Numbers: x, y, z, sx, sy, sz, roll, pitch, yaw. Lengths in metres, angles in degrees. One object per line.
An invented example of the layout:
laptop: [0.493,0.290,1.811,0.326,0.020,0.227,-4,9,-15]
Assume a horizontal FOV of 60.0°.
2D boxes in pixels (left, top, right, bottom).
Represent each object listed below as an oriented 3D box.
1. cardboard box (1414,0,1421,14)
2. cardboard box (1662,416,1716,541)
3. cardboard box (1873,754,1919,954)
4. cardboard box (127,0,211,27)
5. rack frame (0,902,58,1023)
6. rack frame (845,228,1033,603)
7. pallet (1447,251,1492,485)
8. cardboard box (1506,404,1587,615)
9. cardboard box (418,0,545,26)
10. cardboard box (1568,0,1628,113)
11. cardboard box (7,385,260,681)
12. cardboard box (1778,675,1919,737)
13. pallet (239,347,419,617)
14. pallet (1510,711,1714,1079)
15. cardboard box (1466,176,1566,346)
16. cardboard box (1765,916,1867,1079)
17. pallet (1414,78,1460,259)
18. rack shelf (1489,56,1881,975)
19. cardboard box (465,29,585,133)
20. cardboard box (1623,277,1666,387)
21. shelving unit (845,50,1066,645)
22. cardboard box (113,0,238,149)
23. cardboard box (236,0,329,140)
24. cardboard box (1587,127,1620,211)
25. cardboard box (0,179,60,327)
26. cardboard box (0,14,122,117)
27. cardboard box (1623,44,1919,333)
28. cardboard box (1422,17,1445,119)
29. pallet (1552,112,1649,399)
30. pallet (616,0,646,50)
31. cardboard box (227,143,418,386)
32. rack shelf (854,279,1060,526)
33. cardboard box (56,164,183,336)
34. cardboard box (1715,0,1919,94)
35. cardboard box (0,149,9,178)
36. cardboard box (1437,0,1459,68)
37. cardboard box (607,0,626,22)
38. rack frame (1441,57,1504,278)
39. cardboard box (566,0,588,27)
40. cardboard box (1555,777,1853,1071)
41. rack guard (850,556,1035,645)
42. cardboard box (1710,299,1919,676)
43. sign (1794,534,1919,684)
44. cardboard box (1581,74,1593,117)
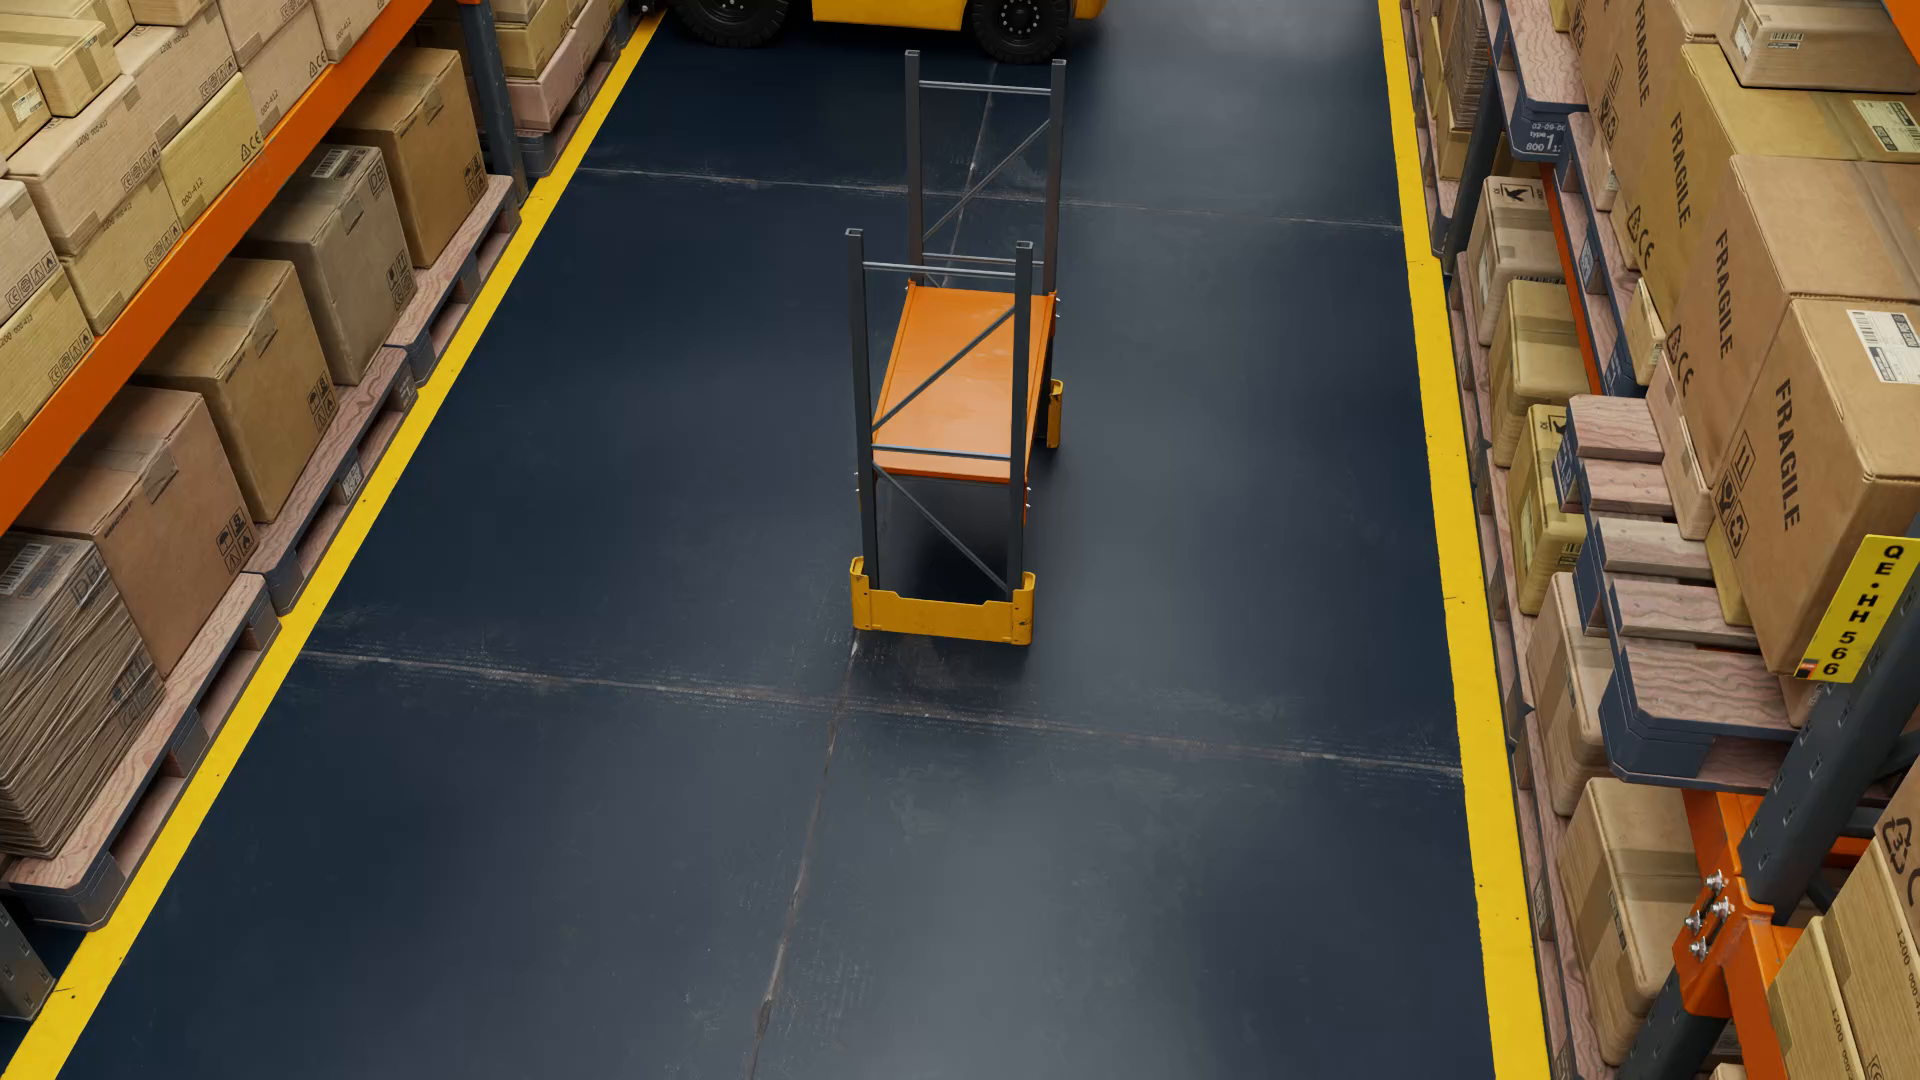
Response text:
cardboard box: [2.524,-2.811,8.232,0.500,0.250,0.500,8,44,8]
cardboard box: [1.744,-0.121,3.574,0.380,0.149,0.250,5,44,5]
cardboard box: [1.674,0.464,2.278,0.500,0.500,0.500,4,44,4]
cardboard box: [-2.333,-1.582,4.695,0.380,0.149,0.250,4,44,4]
rack frame: [-2.939,0.101,3.461,1.000,3.000,0.127,5,44,6]
rack frame: [-0.056,-0.256,4.930,0.500,1.500,0.032,5,44,6]
pallet: [2.409,-0.633,6.265,1.003,0.211,1.213,5,44,6]
cardboard box: [2.262,-0.052,5.230,0.950,0.372,0.625,7,44,7]
cardboard box: [-2.035,-2.443,7.116,0.500,0.250,0.500,5,44,5]
cardboard box: [2.019,-1.502,4.560,0.500,0.500,0.500,5,44,5]
cardboard box: [-2.765,-0.059,5.052,0.875,0.625,0.625,7,44,7]
cardboard box: [1.792,0.244,3.188,0.380,0.149,0.250,7,44,7]
pallet: [-2.628,-0.273,5.884,1.003,0.211,1.213,5,44,6]
pallet: [2.086,1.030,4.509,1.003,0.211,1.213,5,44,6]
cardboard box: [2.443,-1.017,6.248,0.950,0.372,0.625,6,44,6]
cardboard box: [1.667,0.915,2.711,0.500,0.250,0.500,5,44,5]
pallet: [2.564,-1.624,7.312,1.003,0.211,1.213,5,44,6]
rack shelf: [2.246,-0.552,4.674,1.077,0.370,4.000,5,44,6]
cardboard box: [-2.018,-2.078,7.458,0.500,0.250,0.500,6,44,6]
cardboard box: [1.808,-0.481,3.953,0.380,0.149,0.250,6,44,6]
shelving unit: [0.010,-0.597,5.289,0.587,1.500,1.083,5,44,6]
cardboard box: [-2.441,-1.353,4.742,0.500,0.250,0.500,6,44,6]
cardboard box: [-2.375,-1.524,5.287,0.500,0.250,0.500,5,44,6]
cardboard box: [1.924,-1.004,4.506,0.380,0.149,0.250,7,44,7]
cardboard box: [-2.571,-0.647,3.997,0.500,0.250,0.500,7,44,7]
cardboard box: [-2.445,-1.242,4.335,0.380,0.149,0.250,6,44,6]
cardboard box: [1.889,-0.779,3.797,0.500,0.500,0.500,3,43,3]
cardboard box: [2.383,-2.121,7.503,0.500,0.250,0.500,4,44,4]
pallet: [2.203,-0.733,4.482,1.003,0.211,1.213,5,44,6]
pallet: [-2.105,-2.984,8.748,1.003,0.211,1.213,5,44,6]
cardboard box: [-2.578,-1.030,6.078,0.875,0.625,0.625,5,44,5]
rack shelf: [0.011,-0.472,5.419,0.538,0.185,1.000,5,44,6]
cardboard box: [-2.506,-0.818,4.542,0.500,0.250,0.500,4,44,4]
cardboard box: [1.918,-1.123,3.688,0.380,0.149,0.250,3,44,4]
cardboard box: [-2.540,-0.900,3.974,0.380,0.149,0.250,6,44,6]
cardboard box: [2.388,-2.377,7.228,0.500,0.500,0.500,6,44,6]
cardboard box: [-1.914,-2.777,8.196,0.500,0.250,0.500,6,44,6]
rack frame: [2.510,-2.176,5.867,1.000,3.000,0.127,5,44,6]
cardboard box: [-1.976,-2.605,7.651,0.500,0.250,0.500,5,44,5]
cardboard box: [2.066,0.968,4.152,0.950,0.372,0.625,3,43,3]
rack guard: [-0.056,0.197,5.360,0.587,0.250,0.087,5,44,6]
cardboard box: [1.766,-0.082,3.060,0.500,0.500,0.500,4,44,4]
sign: [1.442,0.115,2.662,0.100,0.325,0.005,5,44,6]
cardboard box: [2.045,-1.348,4.870,0.380,0.149,0.250,6,44,6]
